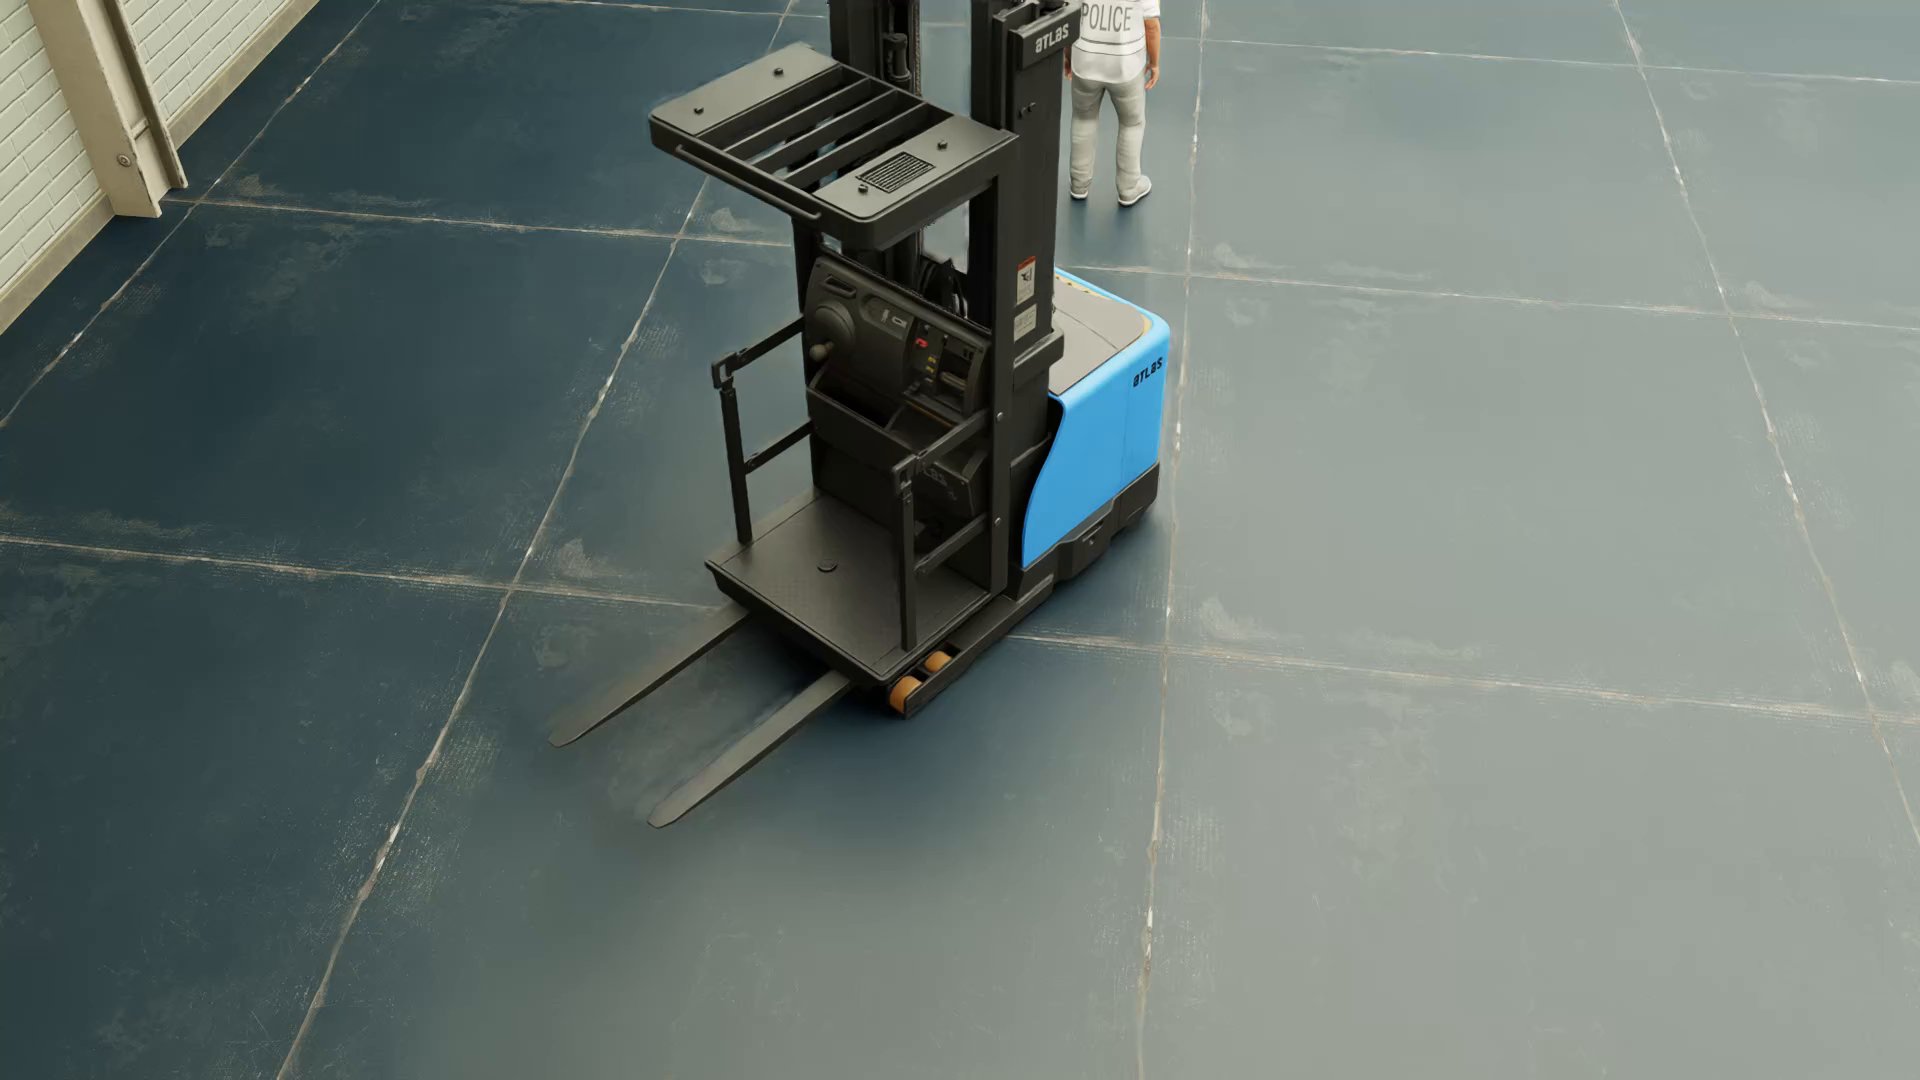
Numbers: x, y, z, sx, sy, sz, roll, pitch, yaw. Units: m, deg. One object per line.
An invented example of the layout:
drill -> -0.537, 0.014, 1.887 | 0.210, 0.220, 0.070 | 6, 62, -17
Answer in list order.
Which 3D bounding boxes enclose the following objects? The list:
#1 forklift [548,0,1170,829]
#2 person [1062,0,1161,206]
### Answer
forklift -> -0.405, -0.726, 6.514 | 1.130, 2.935, 3.031 | 31, 51, 29
person -> 0.858, -2.761, 9.604 | 0.585, 1.747, 0.440 | 10, 44, 11
